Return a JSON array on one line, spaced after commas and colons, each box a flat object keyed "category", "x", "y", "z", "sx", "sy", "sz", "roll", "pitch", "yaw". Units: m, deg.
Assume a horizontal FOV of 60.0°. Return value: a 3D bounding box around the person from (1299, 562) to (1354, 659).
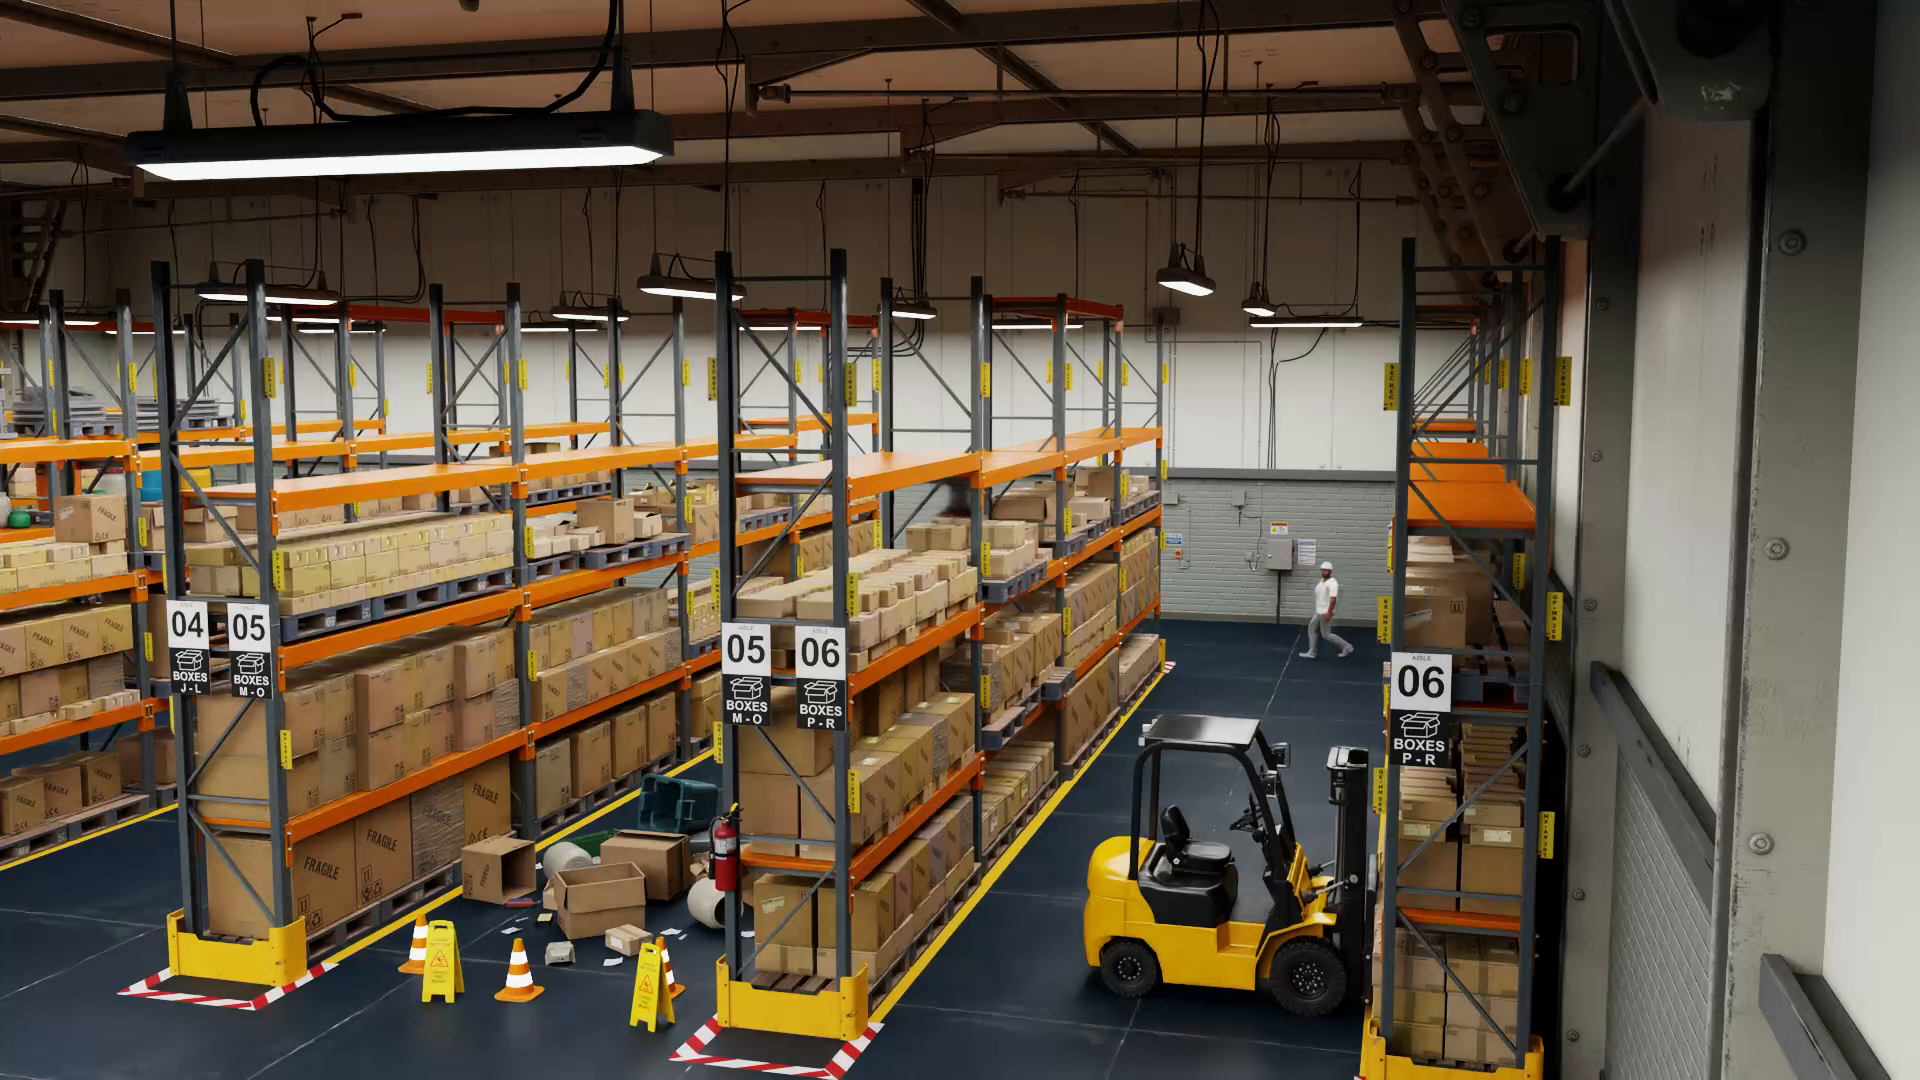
[{"category": "person", "x": 6.407, "y": 1.237, "z": 29.030, "sx": 0.940, "sy": 1.720, "sz": 0.668, "roll": 1, "pitch": 6, "yaw": 11}]
